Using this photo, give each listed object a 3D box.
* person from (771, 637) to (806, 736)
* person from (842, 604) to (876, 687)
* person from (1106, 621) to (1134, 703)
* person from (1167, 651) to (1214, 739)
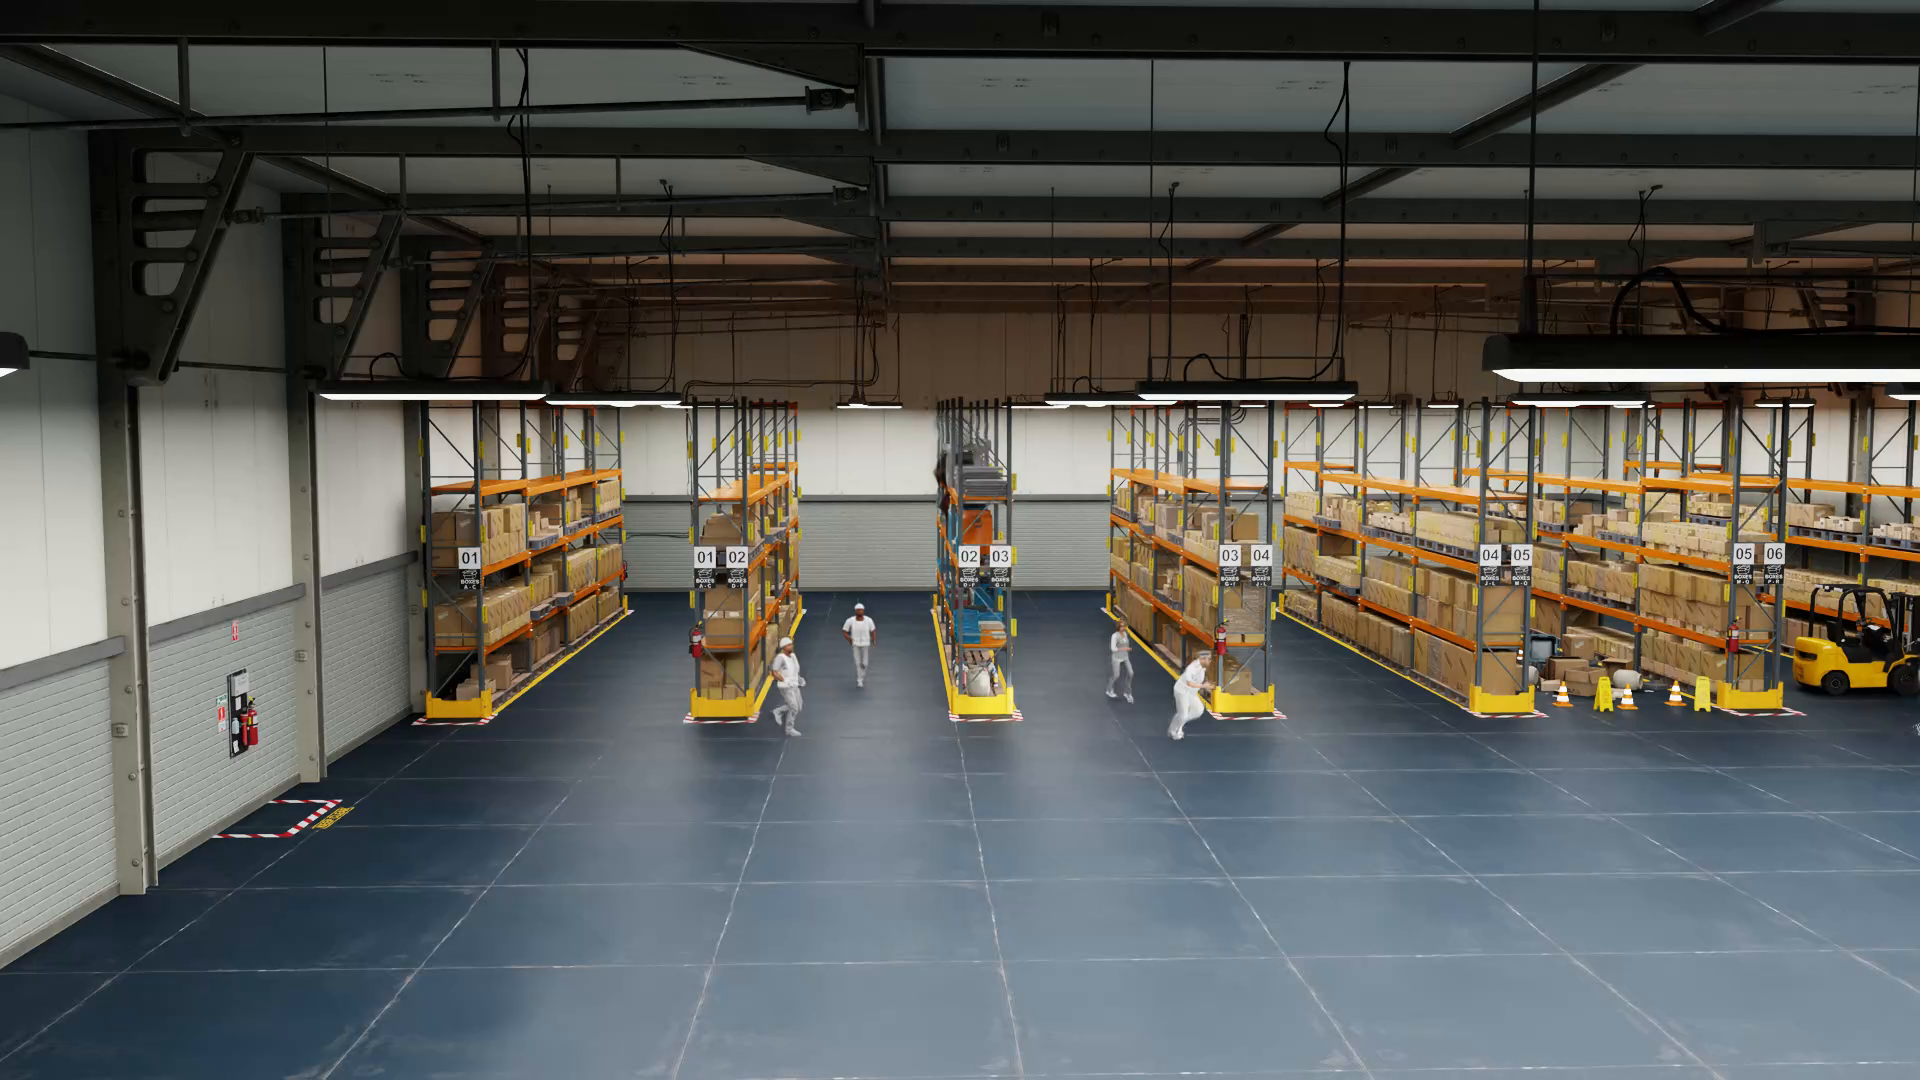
[{"bbox_3d":[-3.094,2.590,29.429,0.616,1.740,0.683,2,5,23],"label":"person"},{"bbox_3d":[-2.104,2.186,34.776,0.702,1.723,0.598,-1,4,-9],"label":"person"},{"bbox_3d":[3.137,2.394,32.882,0.485,1.634,0.715,-3,5,-30],"label":"person"},{"bbox_3d":[4.059,2.690,29.030,0.912,1.579,0.700,3,5,32],"label":"person"}]
